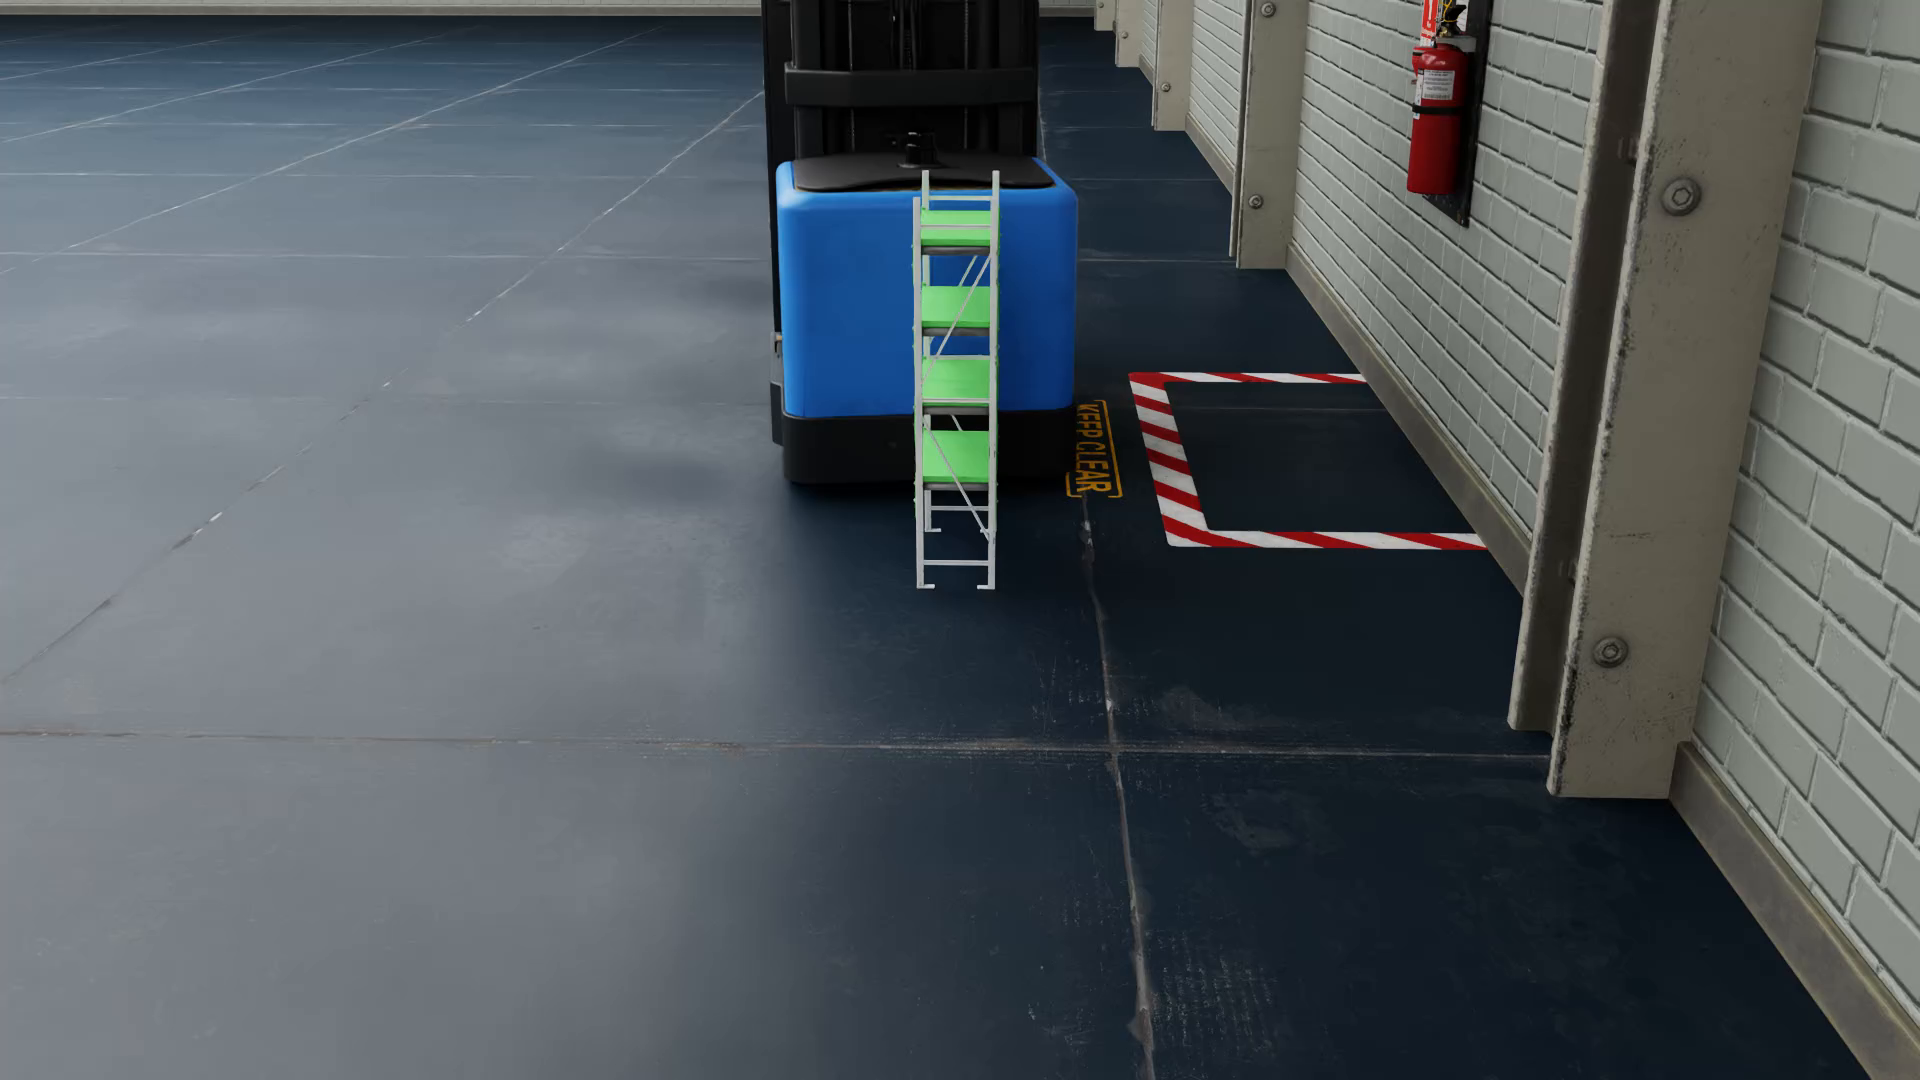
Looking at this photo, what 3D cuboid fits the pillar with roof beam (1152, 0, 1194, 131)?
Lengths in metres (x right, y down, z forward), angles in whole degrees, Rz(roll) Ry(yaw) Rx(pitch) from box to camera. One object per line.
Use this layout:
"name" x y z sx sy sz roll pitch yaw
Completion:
"pillar with roof beam" -2.368 -8.041 13.813 9.100 9.000 0.400 1 21 2

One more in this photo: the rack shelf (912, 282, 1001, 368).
"rack shelf" -0.005 -0.664 5.094 0.258 0.148 0.480 1 21 2

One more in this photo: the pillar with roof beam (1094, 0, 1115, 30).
"pillar with roof beam" -2.003 -12.380 24.995 9.100 9.000 0.400 1 21 2

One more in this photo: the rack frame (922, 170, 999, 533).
"rack frame" 0.002 -0.588 5.385 0.240 1.200 0.015 1 21 2

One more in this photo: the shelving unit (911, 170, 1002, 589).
"shelving unit" -0.005 -0.500 5.158 0.258 1.200 0.503 1 21 2

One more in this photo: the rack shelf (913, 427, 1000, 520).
"rack shelf" -0.005 -0.216 5.268 0.258 0.148 0.480 1 21 2

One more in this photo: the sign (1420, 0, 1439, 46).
"sign" 1.804 -1.967 6.402 0.001 0.329 0.234 1 21 2

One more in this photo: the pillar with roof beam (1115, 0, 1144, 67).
"pillar with roof beam" -2.185 -10.211 19.404 9.100 9.000 0.400 1 21 2

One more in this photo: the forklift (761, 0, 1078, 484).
"forklift" -0.262 -2.056 6.777 1.130 2.935 3.031 -2 21 -6

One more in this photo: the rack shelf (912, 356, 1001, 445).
"rack shelf" -0.005 -0.440 5.181 0.258 0.148 0.480 1 21 2

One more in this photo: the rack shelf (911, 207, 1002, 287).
"rack shelf" -0.005 -0.887 5.007 0.258 0.148 0.480 1 21 2

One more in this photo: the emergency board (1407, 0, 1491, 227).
"emergency board" 1.684 -1.751 5.896 0.194 1.169 0.643 1 21 2

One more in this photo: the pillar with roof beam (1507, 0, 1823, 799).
"pillar with roof beam" -2.733 -3.702 2.631 9.100 9.000 0.400 1 21 2

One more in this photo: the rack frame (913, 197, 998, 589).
"rack frame" -0.012 -0.411 4.930 0.240 1.200 0.015 1 21 2

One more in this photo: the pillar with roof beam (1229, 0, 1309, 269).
"pillar with roof beam" -2.550 -5.872 8.222 9.100 9.000 0.400 1 21 2
